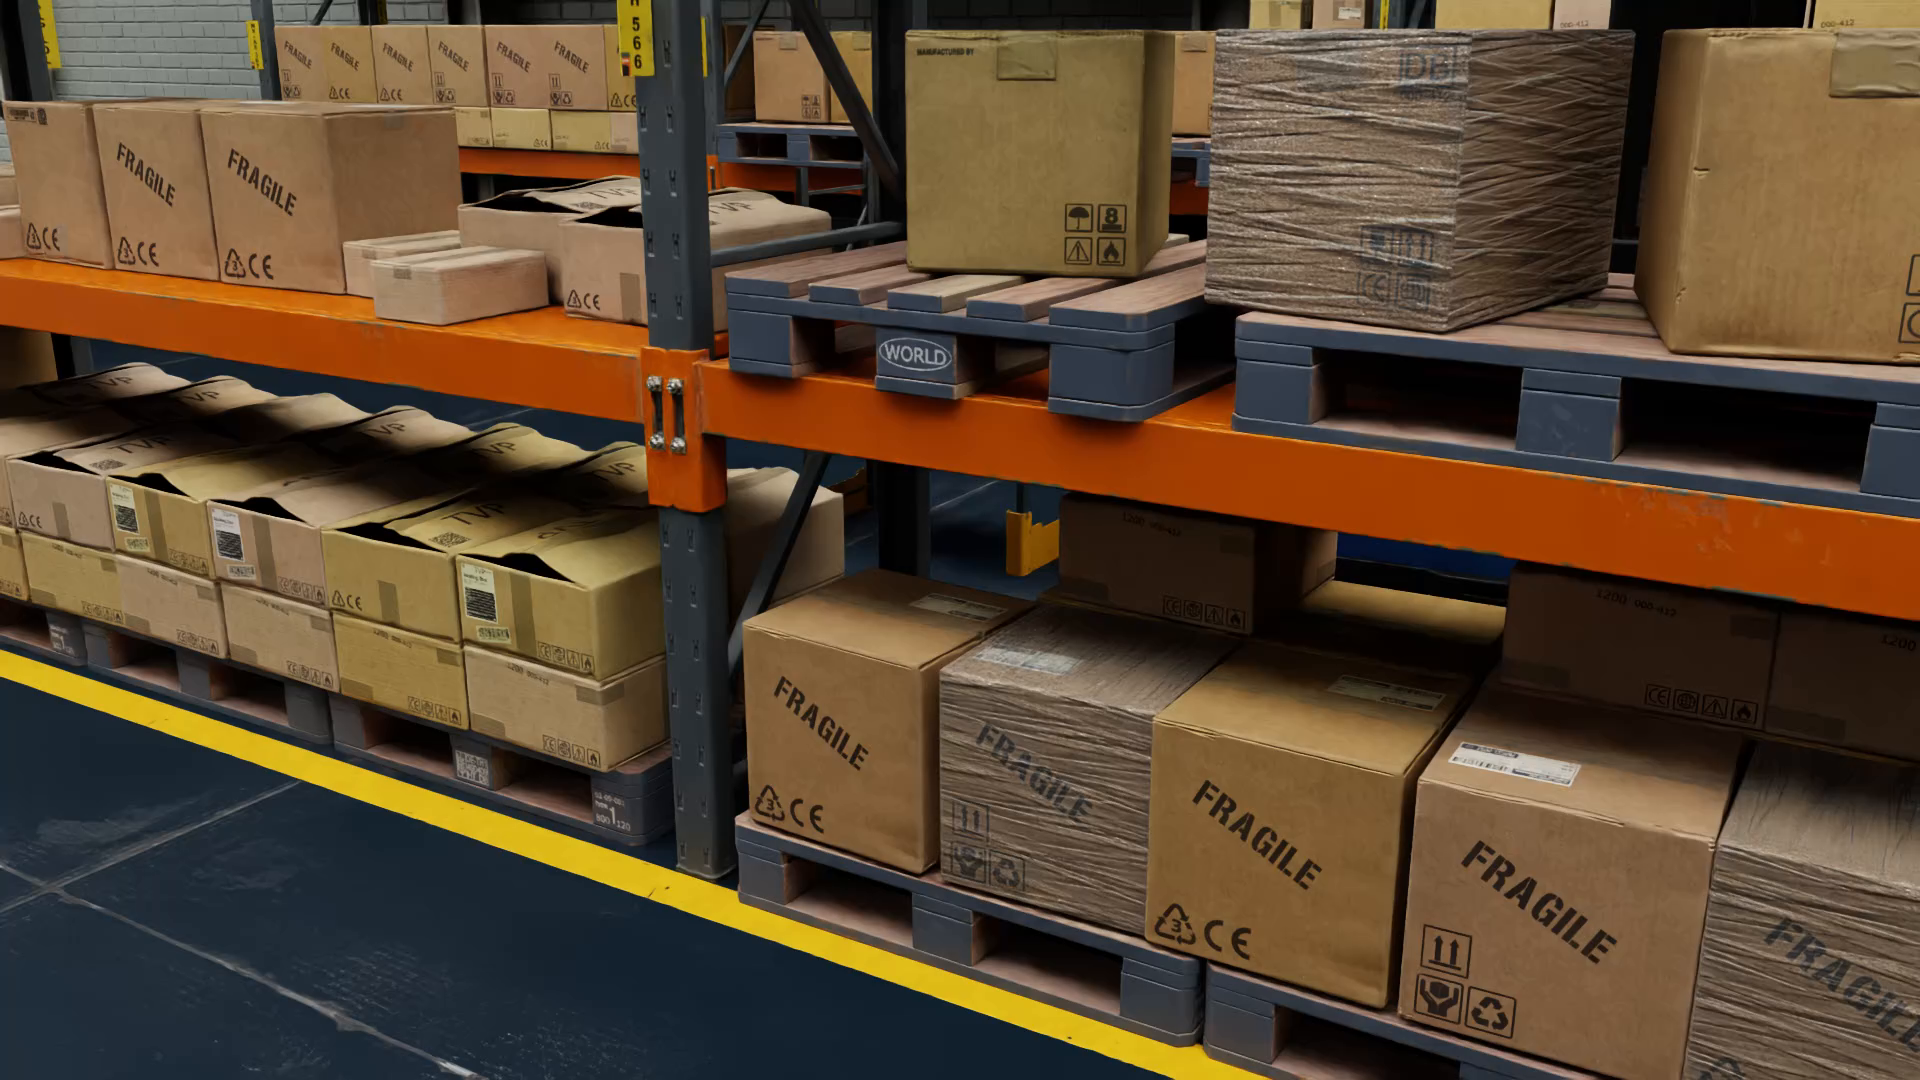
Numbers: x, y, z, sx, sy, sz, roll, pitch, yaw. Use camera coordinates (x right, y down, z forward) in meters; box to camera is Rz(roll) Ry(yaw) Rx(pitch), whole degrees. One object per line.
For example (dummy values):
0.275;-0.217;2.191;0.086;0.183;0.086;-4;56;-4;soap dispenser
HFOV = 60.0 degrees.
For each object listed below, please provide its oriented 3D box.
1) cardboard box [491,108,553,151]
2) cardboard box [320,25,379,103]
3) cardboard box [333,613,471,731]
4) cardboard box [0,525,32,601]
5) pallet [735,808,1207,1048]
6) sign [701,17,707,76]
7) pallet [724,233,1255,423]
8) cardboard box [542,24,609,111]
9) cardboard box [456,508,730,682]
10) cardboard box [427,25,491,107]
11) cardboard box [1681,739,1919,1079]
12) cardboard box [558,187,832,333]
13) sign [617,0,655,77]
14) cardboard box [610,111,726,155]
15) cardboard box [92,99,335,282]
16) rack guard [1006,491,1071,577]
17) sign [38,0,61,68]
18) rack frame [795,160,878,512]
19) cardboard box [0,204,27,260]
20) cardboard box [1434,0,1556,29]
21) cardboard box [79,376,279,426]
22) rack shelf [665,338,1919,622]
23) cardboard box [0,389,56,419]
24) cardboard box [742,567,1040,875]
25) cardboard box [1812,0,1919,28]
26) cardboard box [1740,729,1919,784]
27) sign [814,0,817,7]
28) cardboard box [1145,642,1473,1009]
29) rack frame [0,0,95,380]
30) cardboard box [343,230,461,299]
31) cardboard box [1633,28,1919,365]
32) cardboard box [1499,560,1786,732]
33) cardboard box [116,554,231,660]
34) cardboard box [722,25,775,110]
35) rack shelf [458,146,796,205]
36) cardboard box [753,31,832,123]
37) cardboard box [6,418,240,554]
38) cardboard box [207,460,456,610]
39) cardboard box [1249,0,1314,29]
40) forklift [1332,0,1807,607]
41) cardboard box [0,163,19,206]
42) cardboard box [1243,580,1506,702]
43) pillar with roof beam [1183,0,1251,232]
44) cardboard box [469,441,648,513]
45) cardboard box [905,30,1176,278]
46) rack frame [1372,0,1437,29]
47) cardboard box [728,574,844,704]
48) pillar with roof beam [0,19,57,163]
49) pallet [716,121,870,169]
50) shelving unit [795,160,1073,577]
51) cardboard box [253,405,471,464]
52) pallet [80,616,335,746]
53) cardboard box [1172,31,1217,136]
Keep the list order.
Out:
-2.632;-2.642;10.643;0.500;0.250;0.500;10;20;30;cardboard box
-3.956;-3.237;11.312;0.500;0.500;0.500;10;20;30;cardboard box
-1.411;0.296;4.753;0.500;0.250;0.500;10;19;29;cardboard box
-3.153;-0.014;5.775;0.500;0.250;0.500;11;20;31;cardboard box
0.223;0.736;4.095;1.213;0.211;1.003;10;20;30;pallet
-1.490;-2.836;9.566;0.005;0.325;0.100;10;20;30;sign
0.221;-0.544;3.840;1.003;0.211;1.213;10;20;30;pallet
-2.206;-2.924;10.278;0.500;0.500;0.500;10;20;30;cardboard box
-0.969;0.106;4.413;0.500;0.311;0.500;11;20;31;cardboard box
-3.073;-3.082;10.799;0.500;0.500;0.500;11;20;32;cardboard box
1.600;0.715;2.910;0.500;0.500;0.500;10;20;31;cardboard box
-0.681;-0.745;4.325;0.500;0.311;0.500;12;20;33;cardboard box
-0.681;-1.137;3.472;0.005;0.325;0.100;10;20;30;sign
-1.775;-2.492;10.147;0.500;0.250;0.500;10;20;30;cardboard box
-2.281;-1.100;5.171;0.500;0.500;0.500;10;20;30;cardboard box
0.359;-0.055;6.634;0.087;0.250;0.587;10;20;30;rack guard
-3.526;-1.982;6.388;0.005;0.325;0.100;10;20;30;sign
-0.506;-0.808;6.960;0.032;1.500;0.500;10;20;30;rack frame
-3.154;-1.024;5.524;0.250;0.149;0.380;10;20;30;cardboard box
2.472;-2.370;7.514;0.500;0.250;0.500;11;20;31;cardboard box
-2.860;-0.415;6.130;0.500;0.311;0.500;11;20;32;cardboard box
1.311;-0.073;3.198;4.000;0.370;1.077;10;20;30;rack shelf
-3.580;-0.359;5.945;0.500;0.311;0.500;10;20;30;cardboard box
-0.155;0.404;3.933;0.500;0.500;0.500;11;20;32;cardboard box
3.772;-2.142;6.762;0.500;0.250;0.500;10;19;29;cardboard box
1.848;0.583;3.346;0.500;0.500;0.500;10;20;31;cardboard box
-0.925;-3.249;10.425;0.005;0.325;0.100;10;20;30;sign
0.719;0.560;3.420;0.500;0.500;0.500;10;19;29;cardboard box
-3.802;-1.330;6.098;0.127;3.000;1.000;10;20;30;rack frame
-1.510;-0.781;4.724;0.250;0.149;0.380;12;21;34;cardboard box
1.477;-0.615;2.851;0.500;0.500;0.700;5;18;16;cardboard box
1.450;0.152;3.475;0.500;0.250;0.500;10;19;29;cardboard box
-2.277;0.142;5.263;0.500;0.250;0.500;11;20;31;cardboard box
-1.504;-2.977;10.454;0.500;0.500;0.500;10;19;29;cardboard box
-2.917;-2.517;11.245;4.000;0.370;1.077;10;20;30;rack shelf
-0.797;-2.730;9.777;0.500;0.500;0.700;10;20;30;cardboard box
-2.715;-0.203;5.432;0.500;0.311;0.500;9;19;28;cardboard box
-1.844;-0.048;4.923;0.500;0.311;0.500;10;20;30;cardboard box
1.604;-2.608;8.260;0.250;0.149;0.380;7;18;21;cardboard box
2.737;-1.002;5.137;3.031;2.935;1.130;8;19;25;forklift
-3.360;-1.194;5.909;0.500;0.250;0.500;12;20;33;cardboard box
0.967;0.427;3.858;0.500;0.500;0.500;9;19;28;cardboard box
-0.712;-4.165;5.110;0.400;9.000;9.100;10;20;30;pillar with roof beam
-1.138;-0.105;5.110;0.500;0.311;0.500;10;19;29;cardboard box
0.202;-0.902;3.796;0.500;0.500;0.700;4;17;12;cardboard box
2.196;-1.949;8.136;0.127;3.000;1.000;10;20;30;rack frame
-0.686;0.241;4.935;0.500;0.250;0.500;10;20;30;cardboard box
-10.938;-5.990;11.119;0.400;9.000;9.100;10;20;30;pillar with roof beam
-0.638;-2.313;9.665;1.213;0.211;1.003;10;20;30;pallet
-0.065;-0.729;6.701;1.083;1.500;0.587;10;20;30;shelving unit
-2.010;-0.261;5.624;0.500;0.311;0.500;10;19;29;cardboard box
-2.110;0.292;5.556;1.213;0.211;1.003;10;20;30;pallet
1.300;-2.354;8.542;0.500;0.500;0.700;8;19;25;cardboard box
